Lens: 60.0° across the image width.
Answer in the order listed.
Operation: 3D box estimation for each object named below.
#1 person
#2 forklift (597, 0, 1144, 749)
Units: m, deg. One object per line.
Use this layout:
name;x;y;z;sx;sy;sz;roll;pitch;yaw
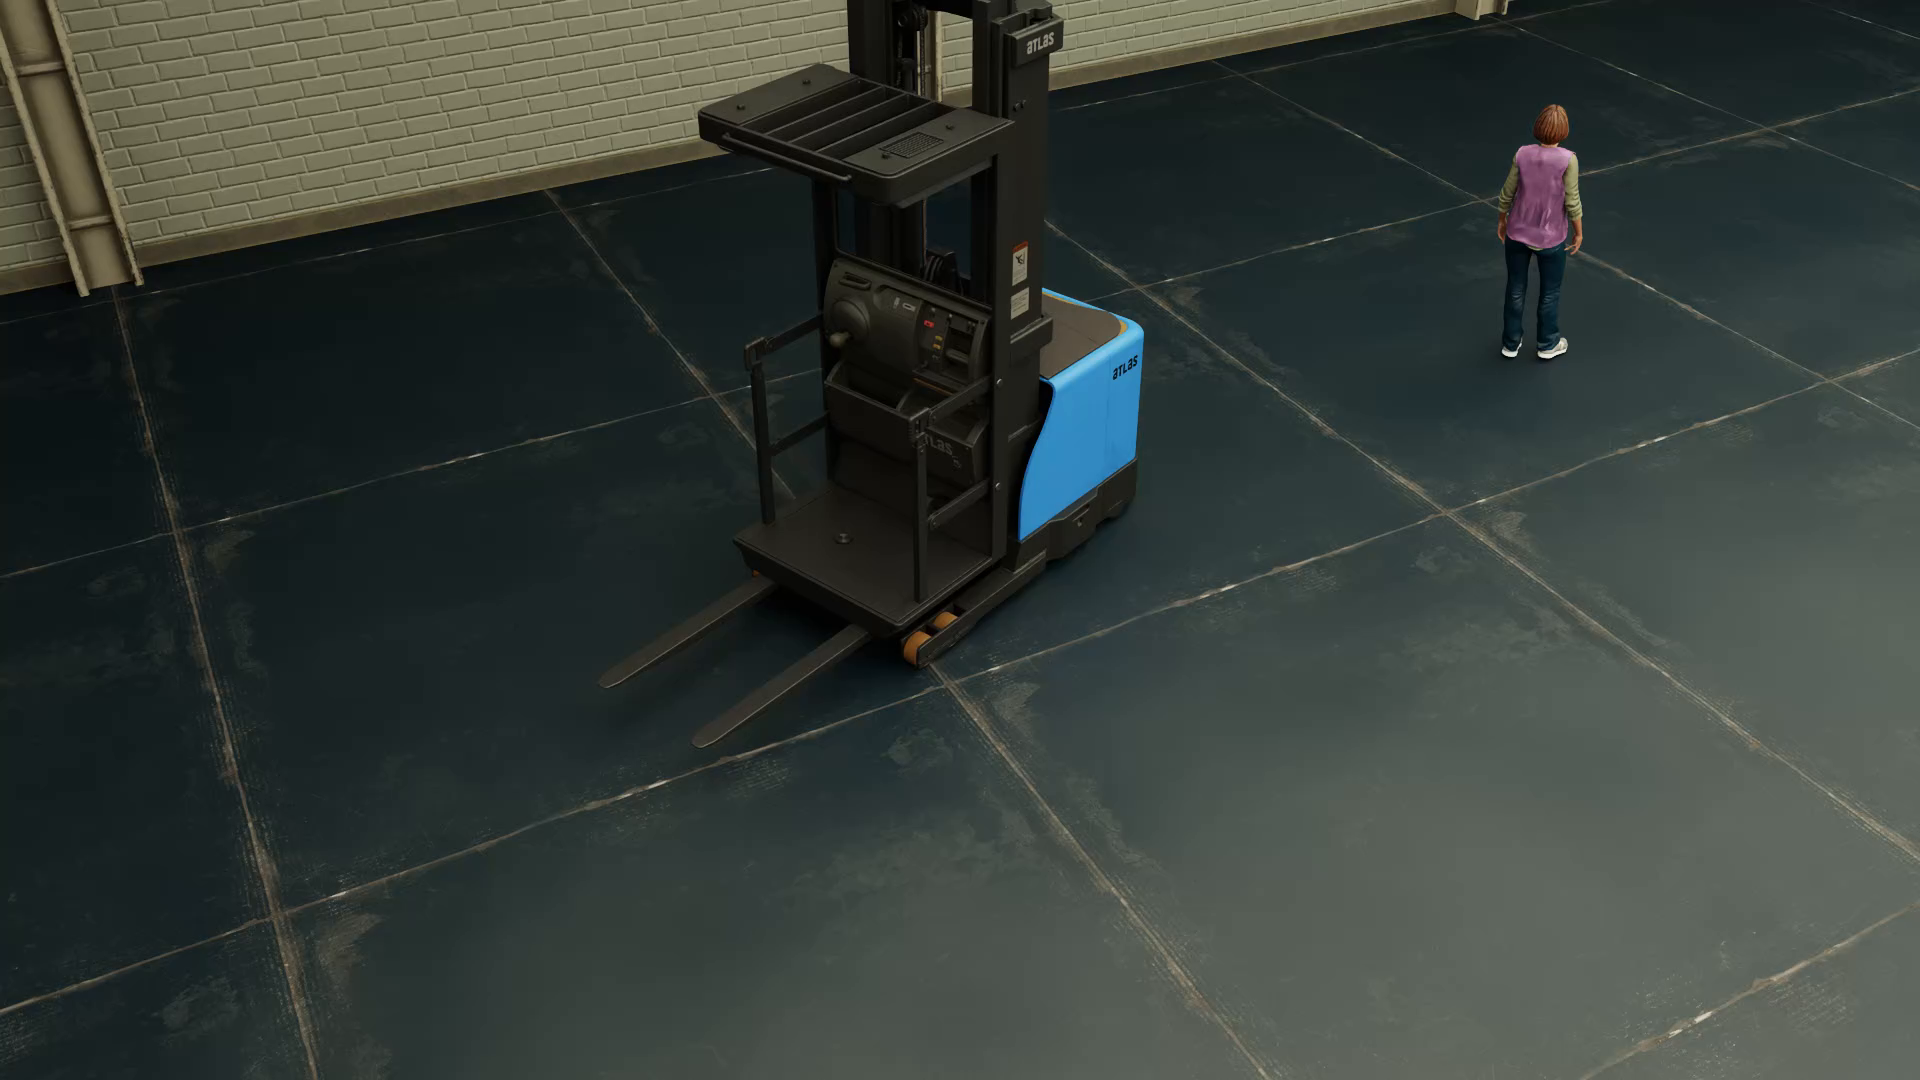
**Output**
person;3.446;-1.825;9.848;0.519;1.599;0.473;22;41;28
forklift;-0.390;-0.927;7.434;1.130;2.935;3.031;26;43;31
